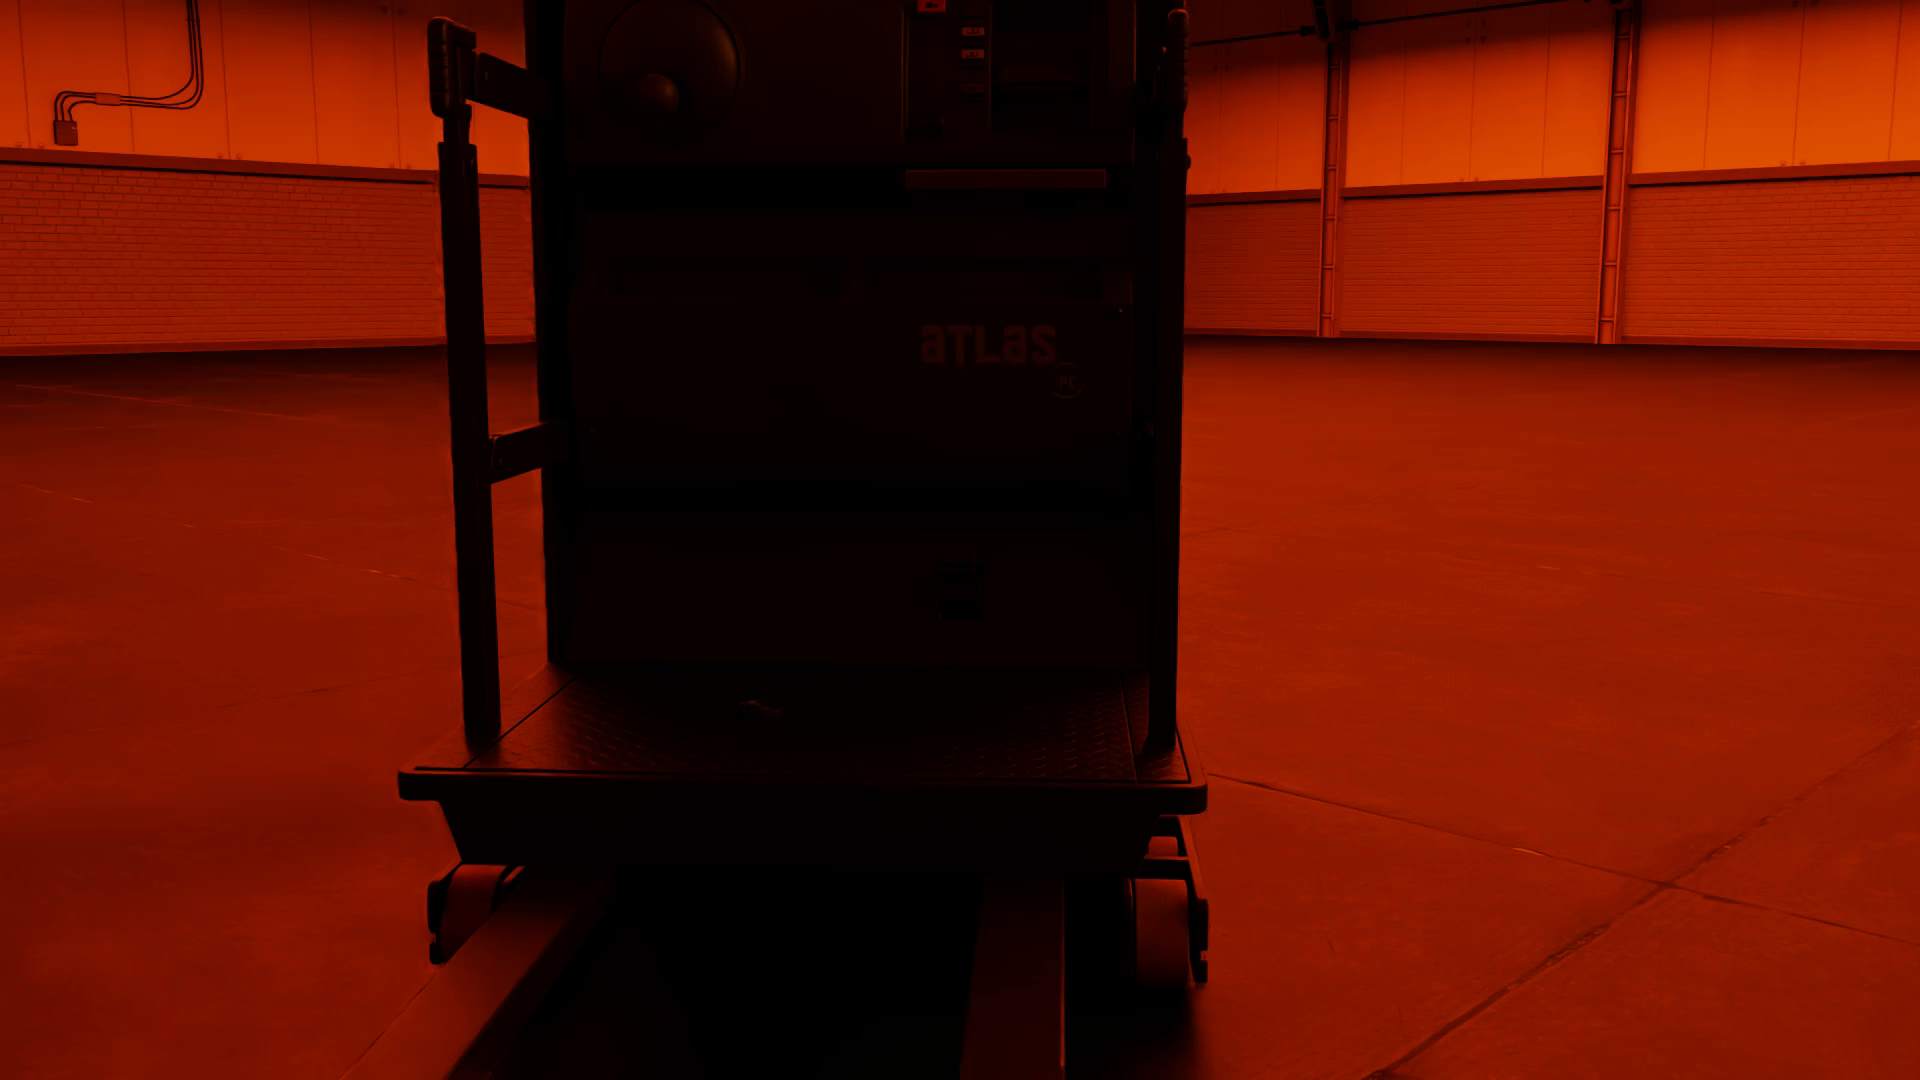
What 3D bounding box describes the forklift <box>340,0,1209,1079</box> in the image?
[{"bbox_3d":[-0.190,-0.848,2.503,1.130,2.935,3.031,1,9,3],"label":"forklift"}]
